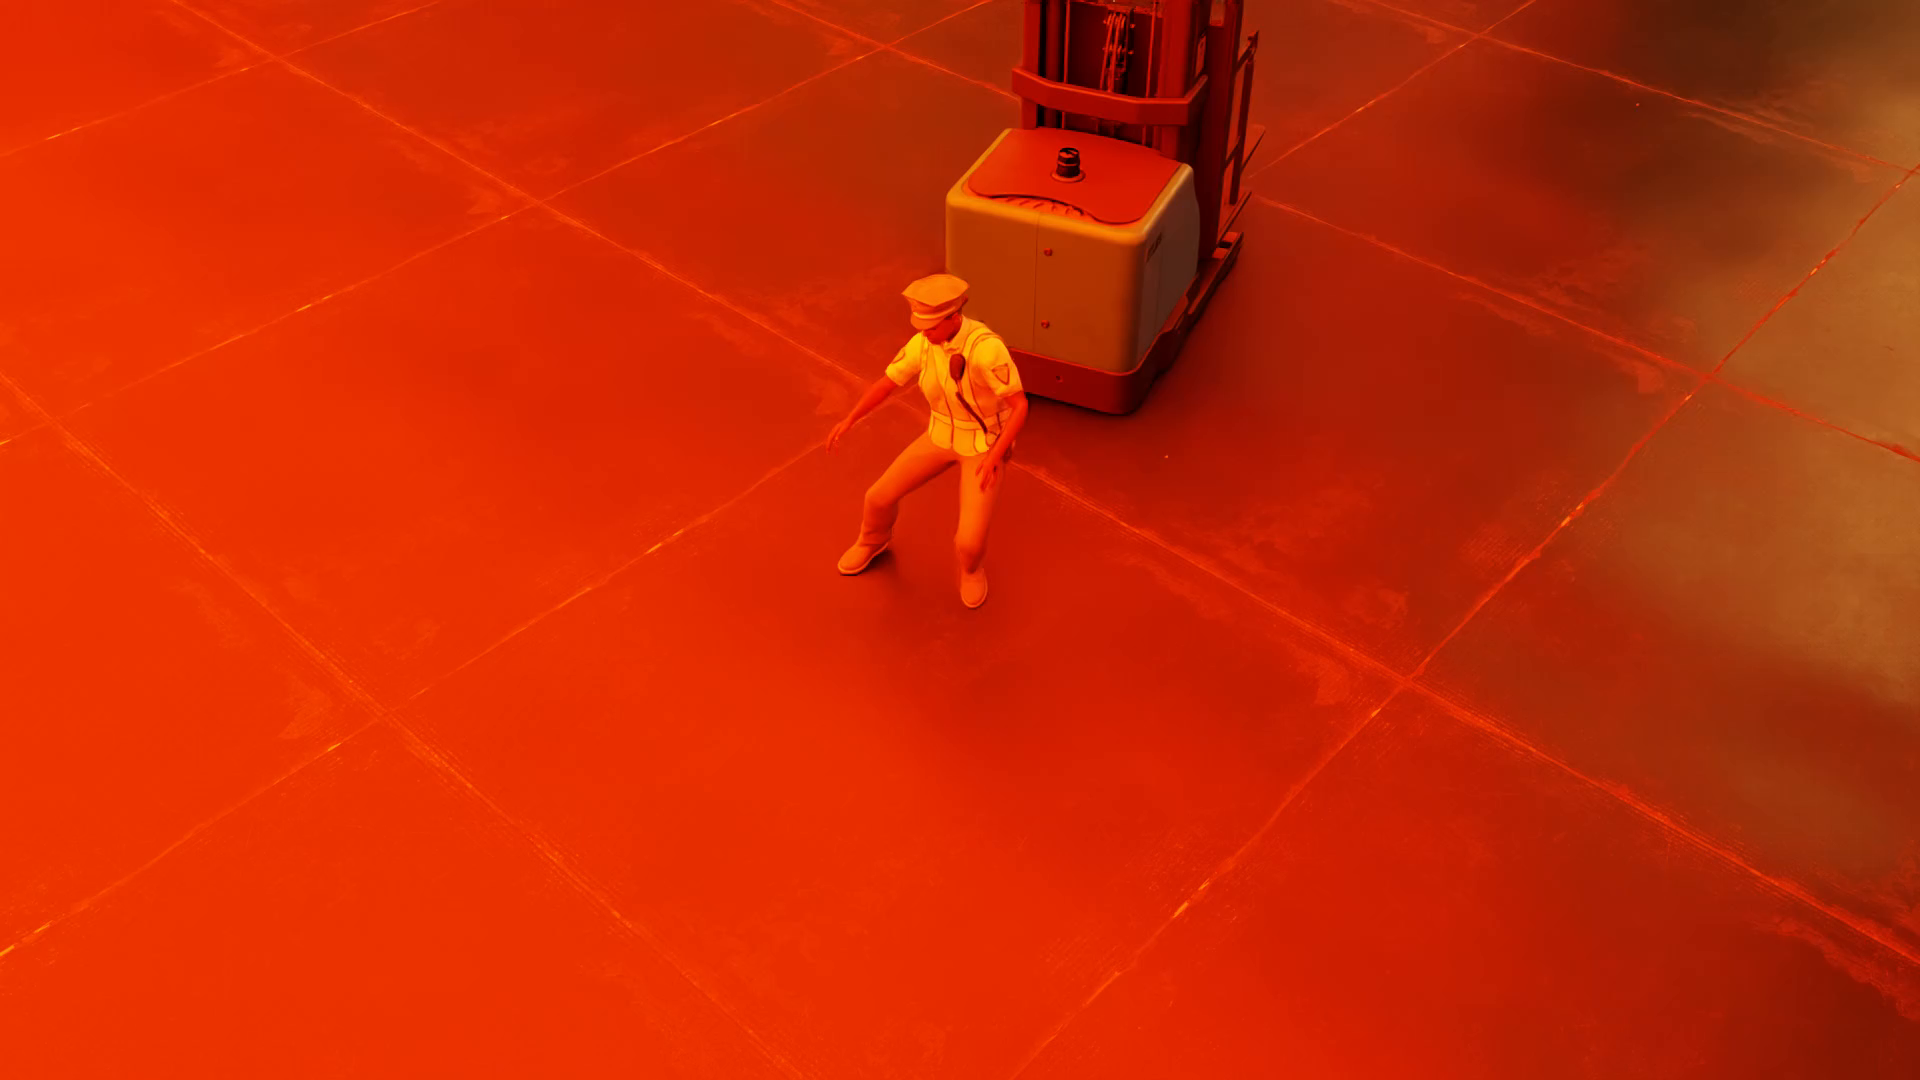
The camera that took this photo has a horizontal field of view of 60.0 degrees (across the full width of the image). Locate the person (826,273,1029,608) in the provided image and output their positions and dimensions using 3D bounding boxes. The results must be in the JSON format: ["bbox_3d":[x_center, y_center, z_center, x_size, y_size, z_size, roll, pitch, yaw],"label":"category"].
[{"bbox_3d":[-0.122,-0.364,6.963,0.850,1.481,0.715,27,47,28],"label":"person"}]

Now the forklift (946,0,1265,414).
[{"bbox_3d":[0.974,-2.703,8.579,1.130,2.935,3.031,16,43,18],"label":"forklift"}]
